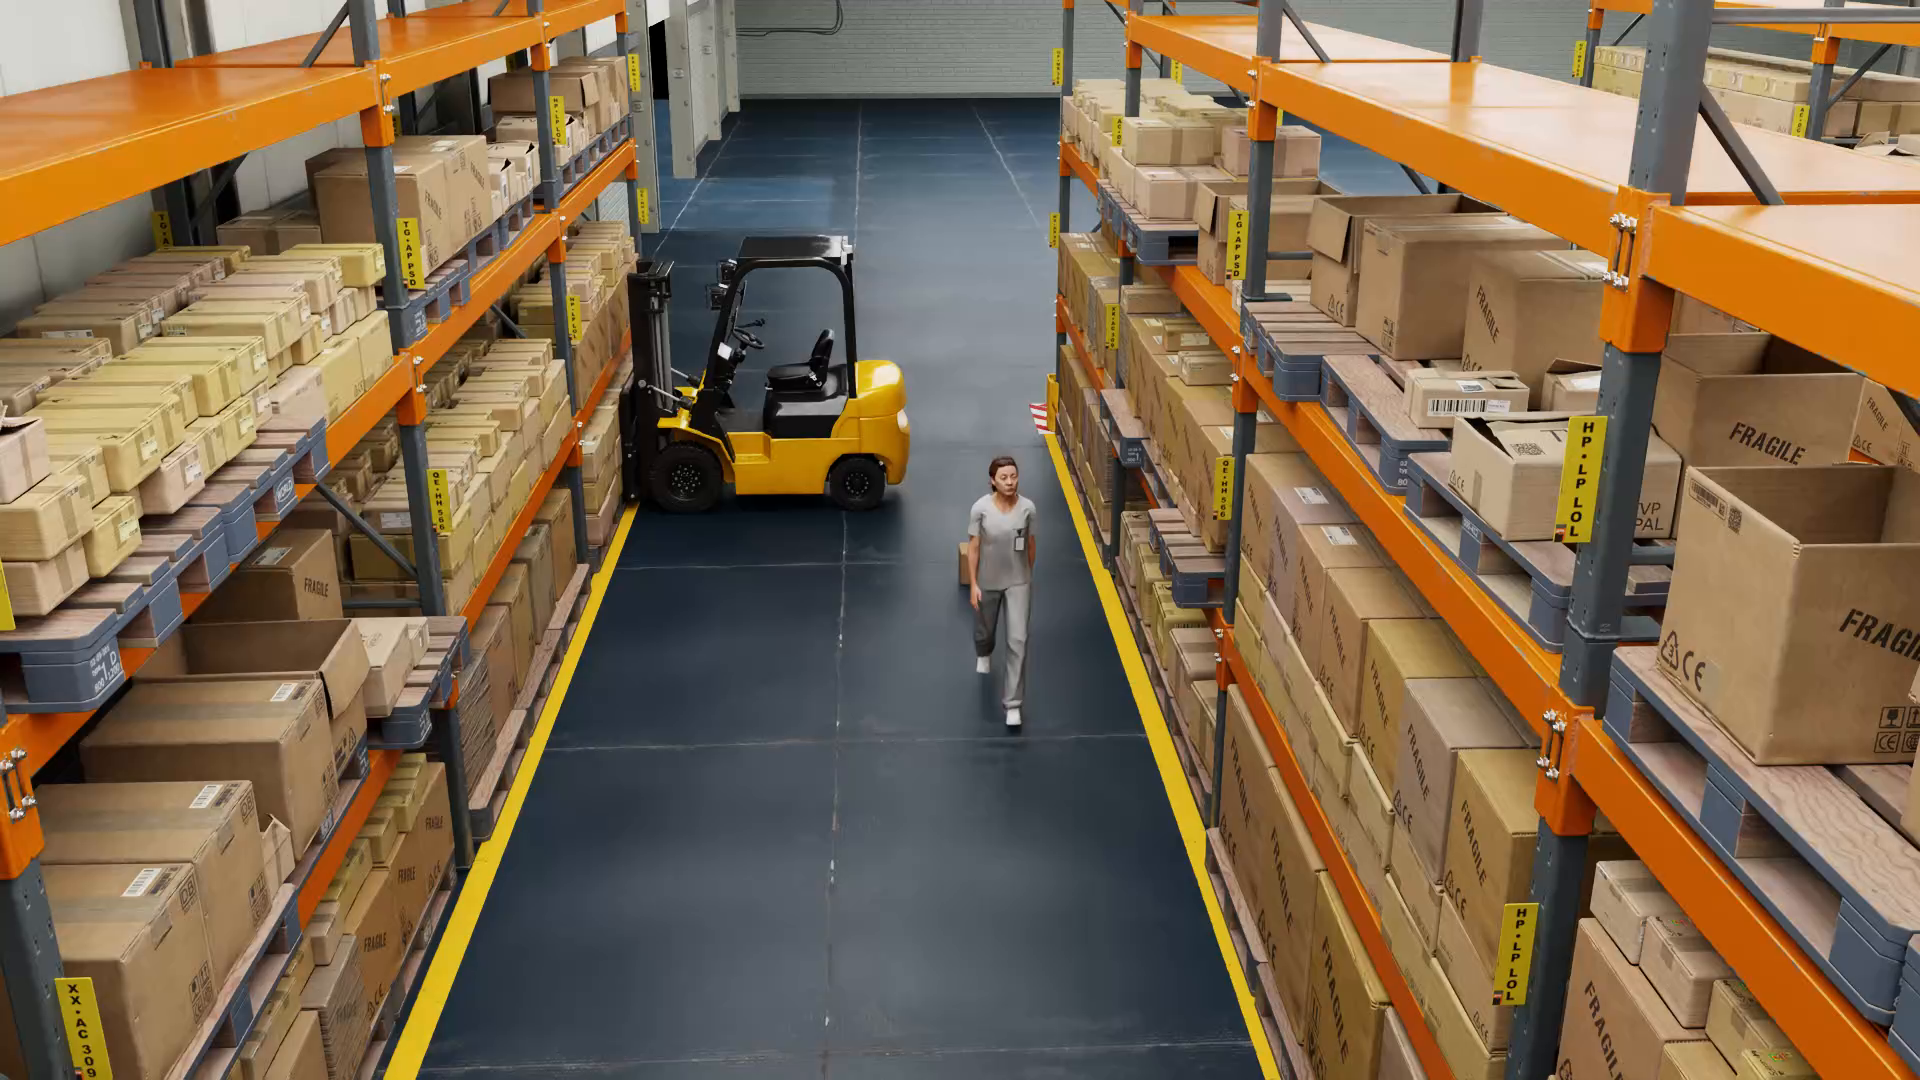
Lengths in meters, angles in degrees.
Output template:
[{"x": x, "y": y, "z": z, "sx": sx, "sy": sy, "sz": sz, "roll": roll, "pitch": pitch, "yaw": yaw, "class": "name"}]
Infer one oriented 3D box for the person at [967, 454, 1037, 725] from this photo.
[{"x": 0.263, "y": 0.249, "z": 10.401, "sx": 0.440, "sy": 1.626, "sz": 0.969, "roll": -1, "pitch": 20, "yaw": -2, "class": "person"}]
